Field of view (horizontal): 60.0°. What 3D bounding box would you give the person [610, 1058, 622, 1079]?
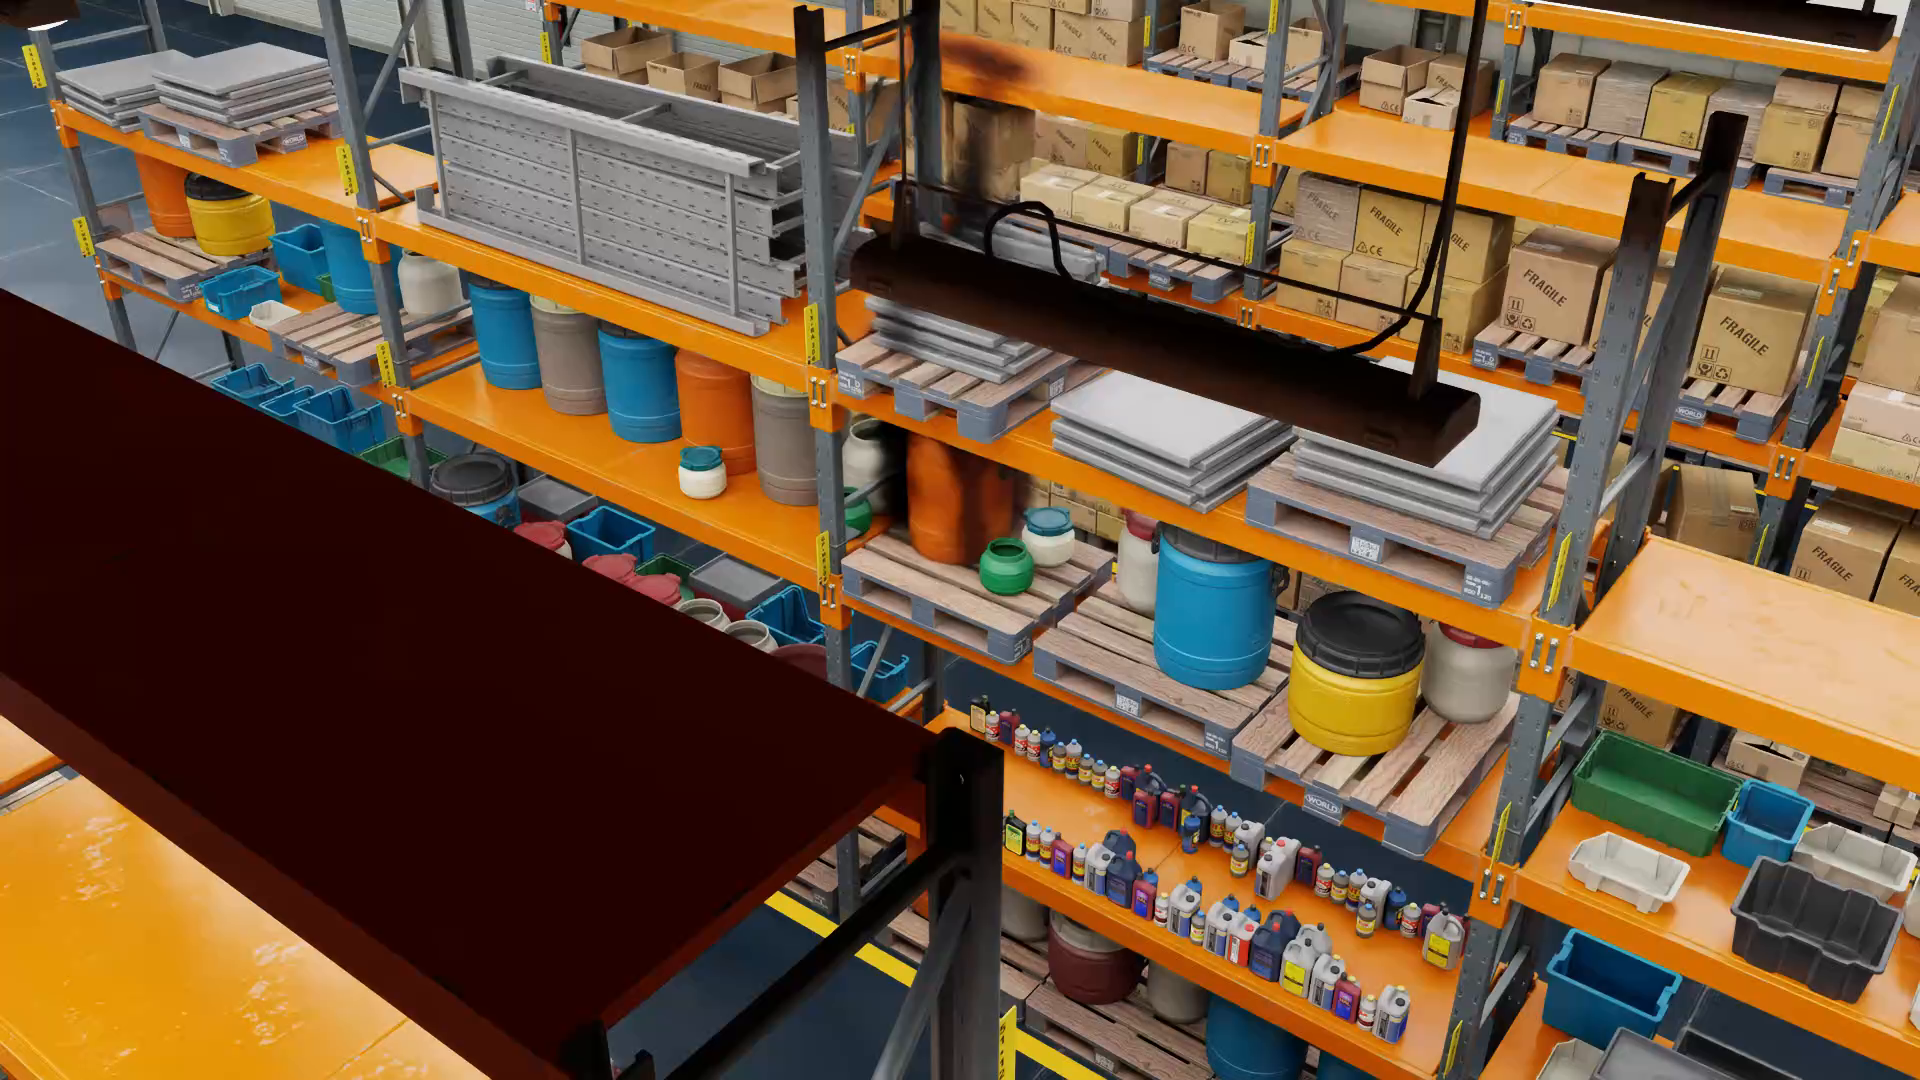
[{"bbox_3d":[-2.103,3.074,8.512,0.990,1.794,0.680,23,38,33],"label":"person"}]
